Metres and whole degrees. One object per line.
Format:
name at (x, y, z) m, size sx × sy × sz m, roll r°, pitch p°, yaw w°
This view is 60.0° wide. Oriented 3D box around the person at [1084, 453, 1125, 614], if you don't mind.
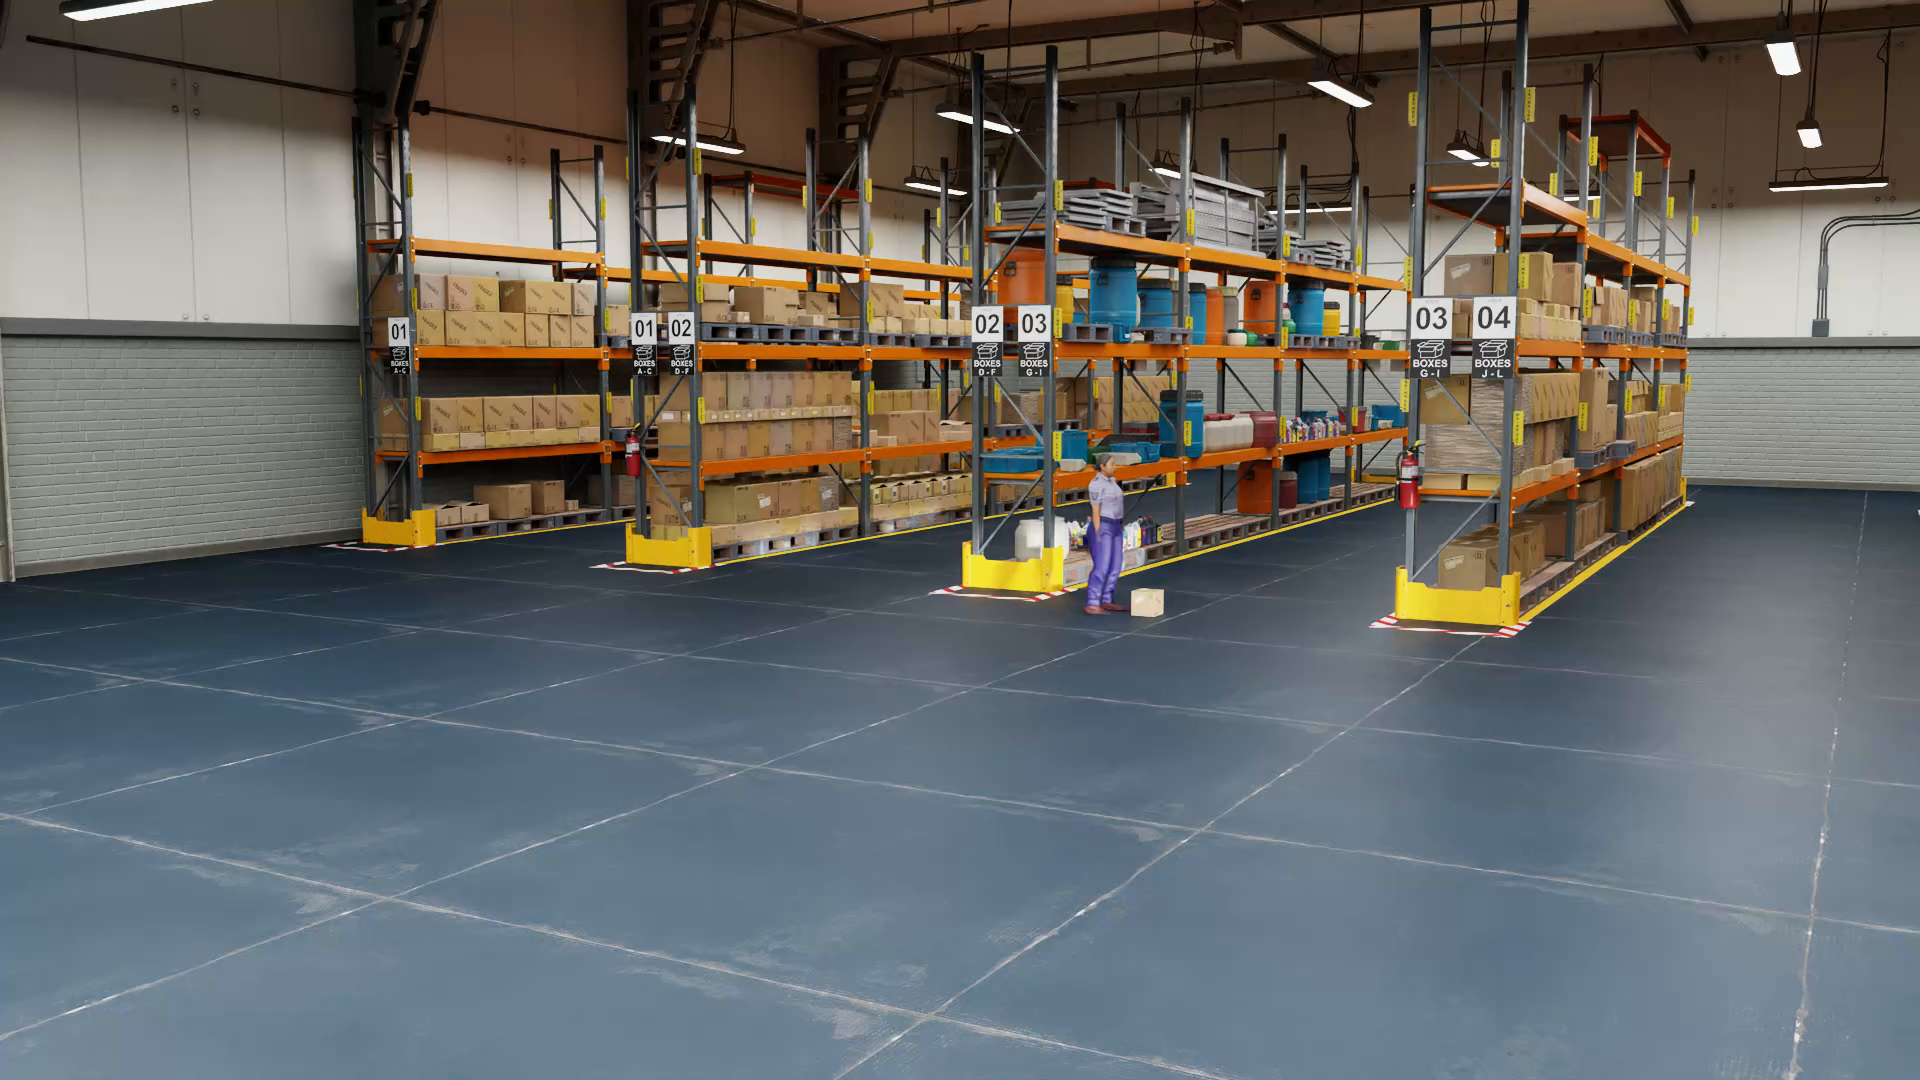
person at (1.517, -0.058, 17.184) m, size 0.342 × 1.651 × 0.467 m, roll 4°, pitch 7°, yaw 30°
